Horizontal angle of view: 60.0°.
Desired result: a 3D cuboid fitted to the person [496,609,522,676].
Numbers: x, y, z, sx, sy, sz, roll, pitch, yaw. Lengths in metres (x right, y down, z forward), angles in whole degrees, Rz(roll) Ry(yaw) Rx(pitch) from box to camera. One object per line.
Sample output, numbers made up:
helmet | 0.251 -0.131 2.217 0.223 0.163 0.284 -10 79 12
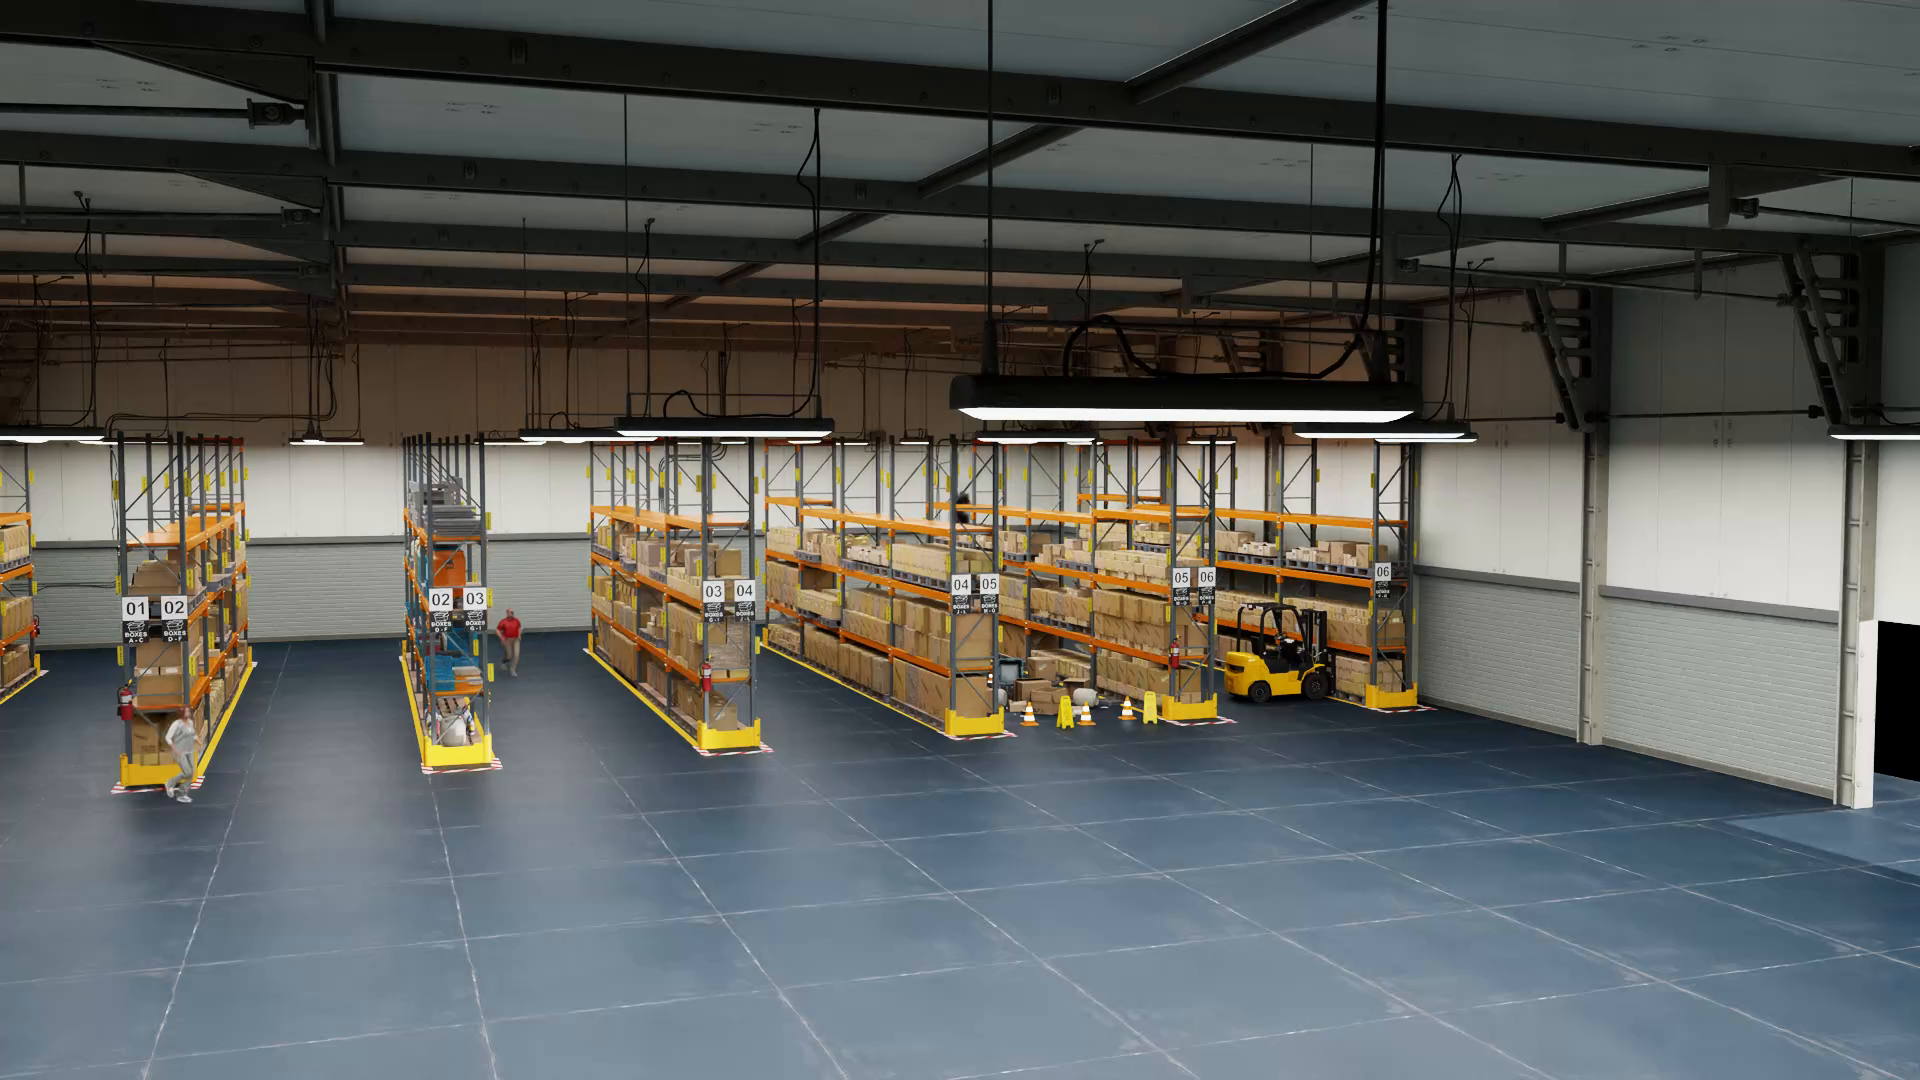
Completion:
person | -11.327 2.570 41.883 0.668 1.688 0.646 -2 4 -35

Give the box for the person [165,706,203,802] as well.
person | -12.574 3.457 26.912 0.545 1.570 0.557 1 3 16

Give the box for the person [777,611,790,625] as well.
person | -5.243 2.112 49.777 0.548 1.708 0.734 0 3 4

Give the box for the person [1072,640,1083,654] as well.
person | 3.231 2.444 44.479 0.548 1.624 0.504 -1 3 -16
